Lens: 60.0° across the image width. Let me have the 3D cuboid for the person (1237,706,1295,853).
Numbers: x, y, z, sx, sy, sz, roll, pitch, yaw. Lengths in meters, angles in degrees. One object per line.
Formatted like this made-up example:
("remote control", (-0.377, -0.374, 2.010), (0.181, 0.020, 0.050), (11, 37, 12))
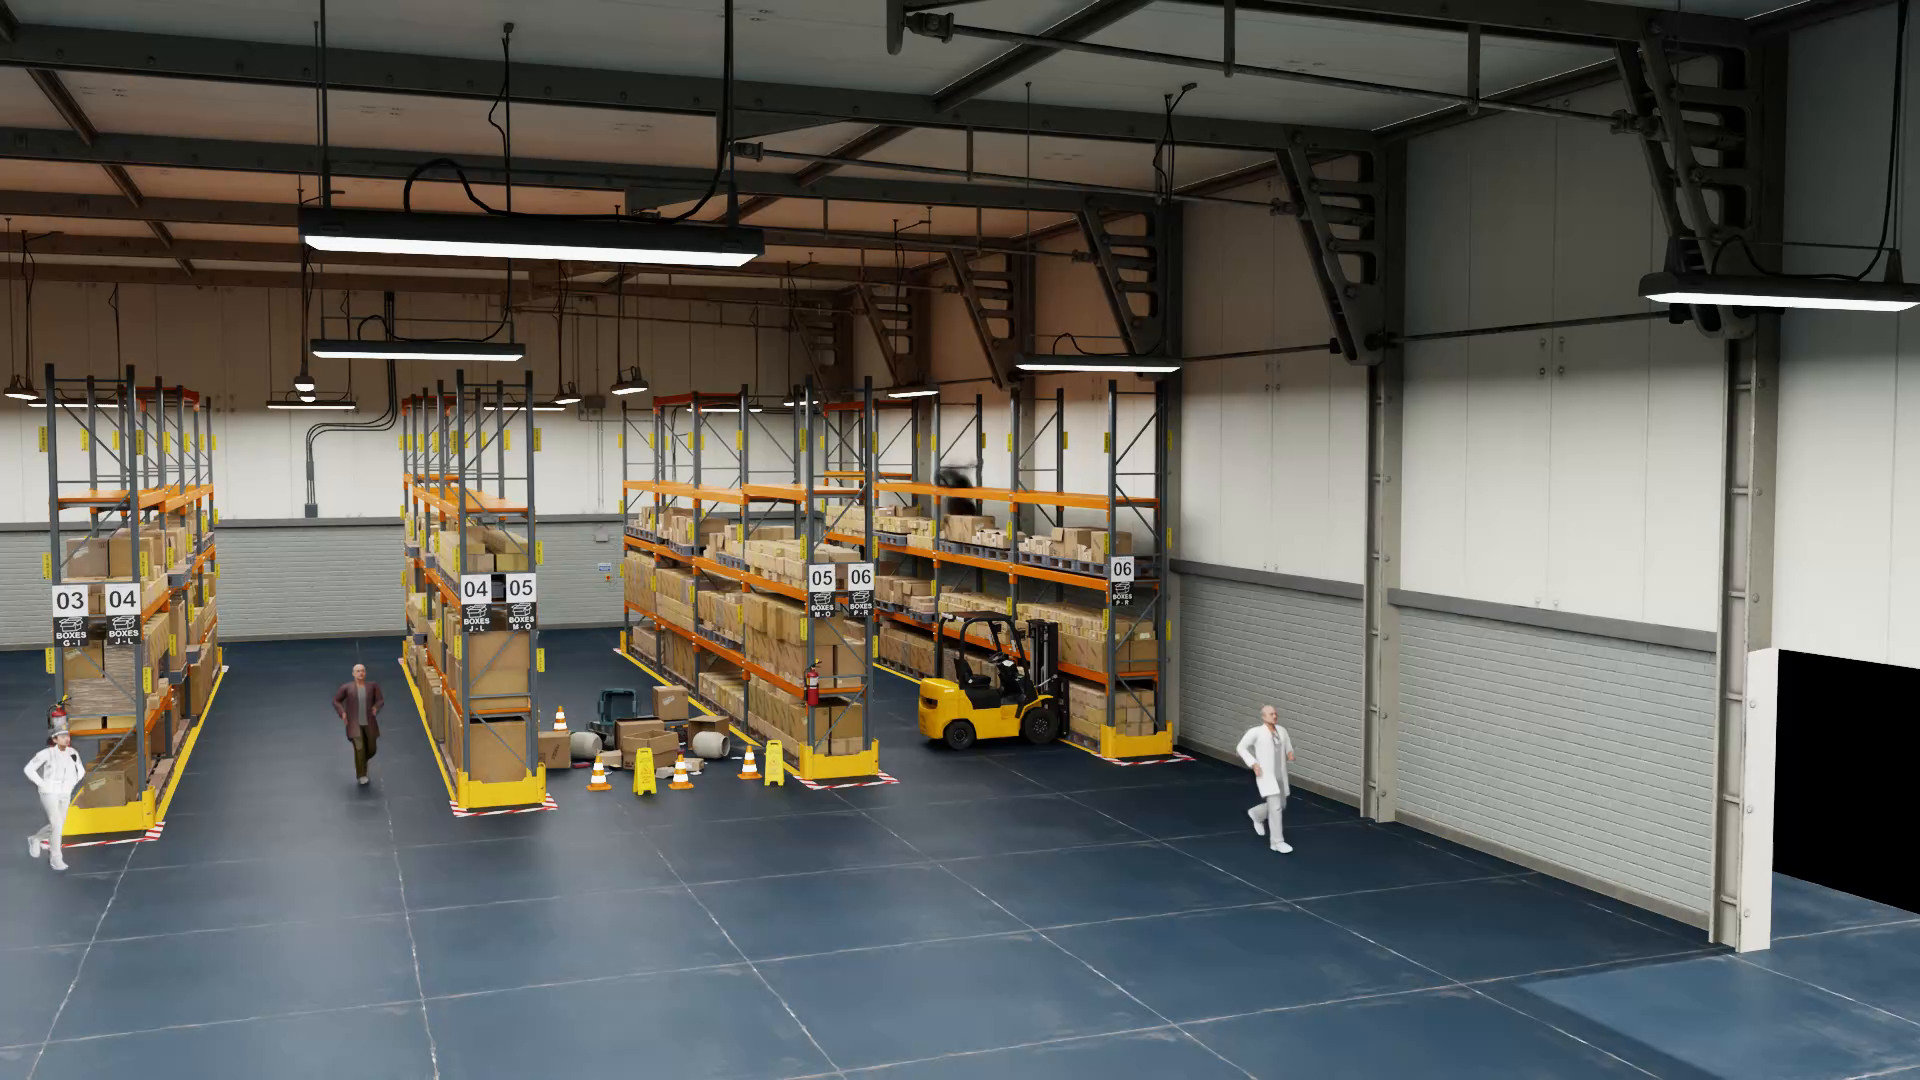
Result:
("person", (3.819, 2.920, 20.549), (0.720, 1.751, 0.963), (-2, 4, -27))

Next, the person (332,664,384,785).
("person", (-8.855, 2.699, 24.527), (0.715, 1.735, 0.826), (-2, 4, -32))

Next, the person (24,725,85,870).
("person", (-10.761, 3.032, 19.804), (0.805, 1.686, 0.659), (2, 4, 33))
